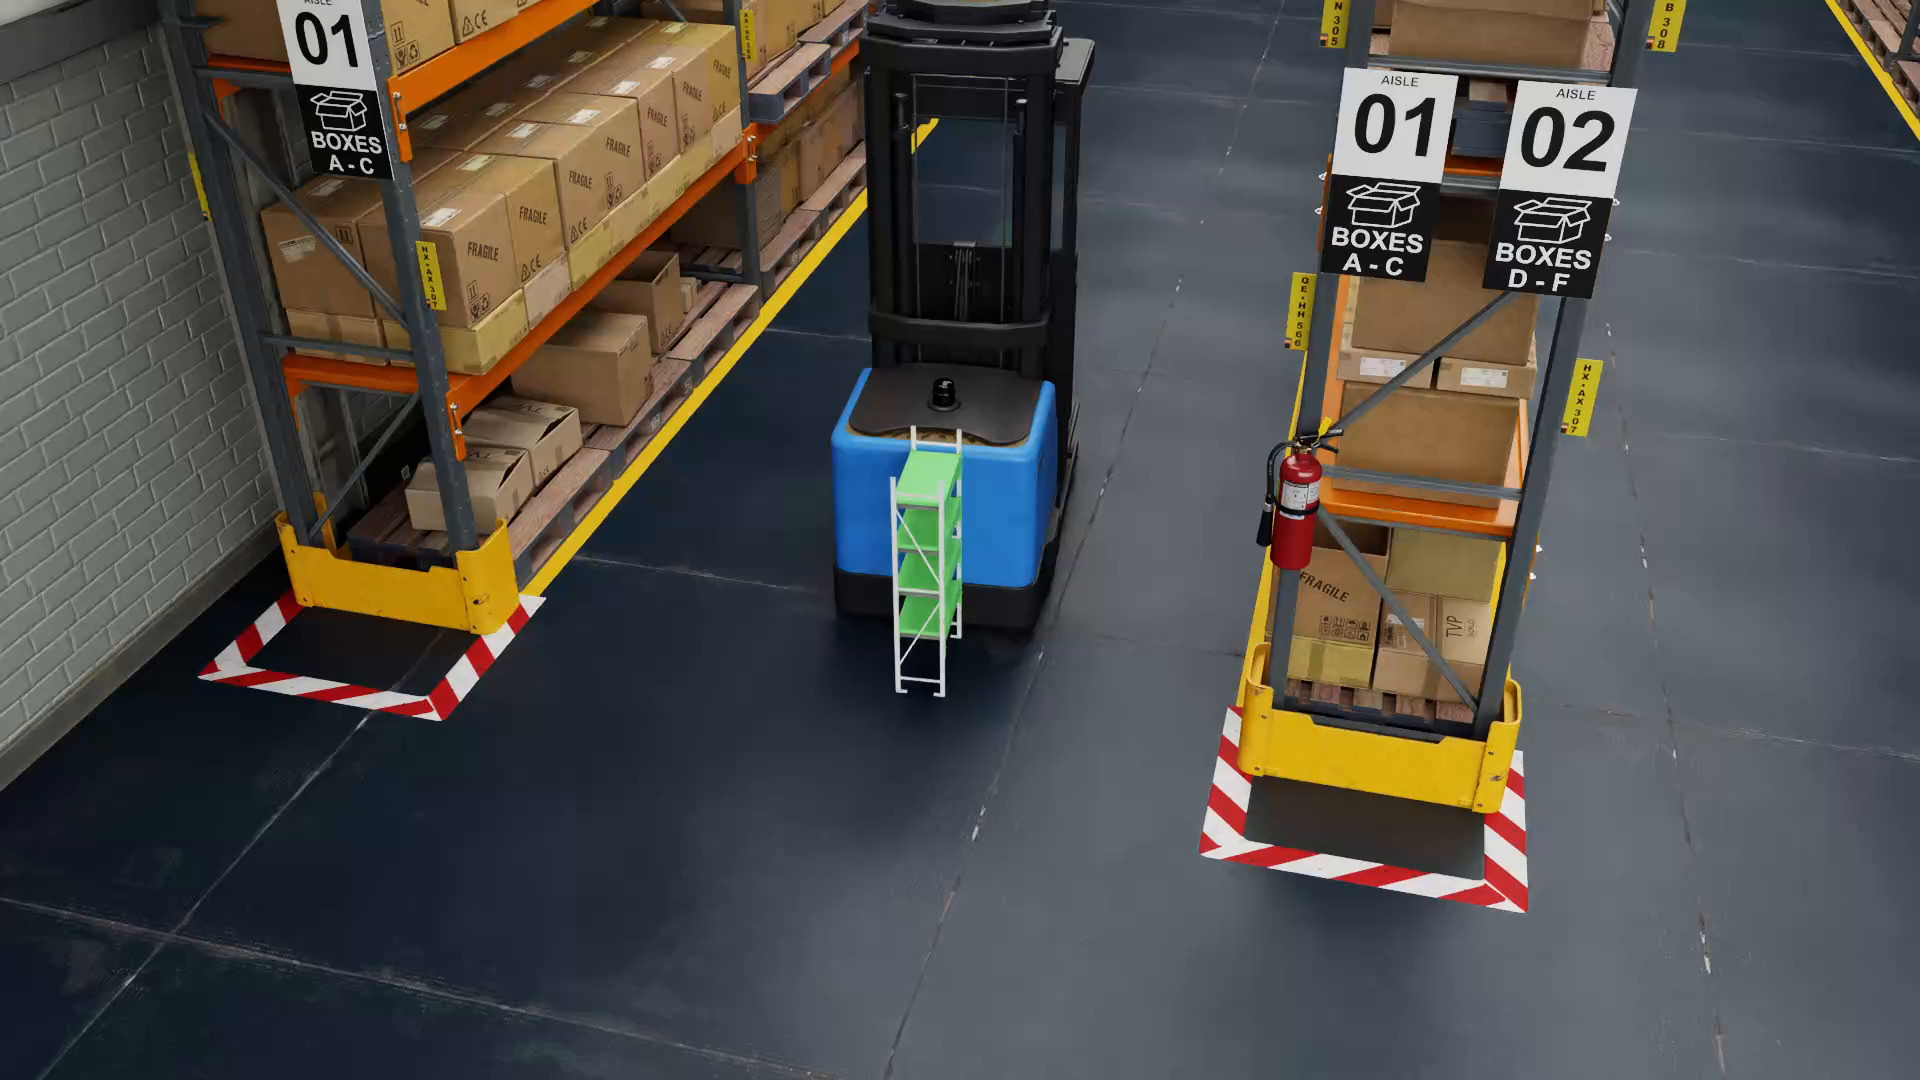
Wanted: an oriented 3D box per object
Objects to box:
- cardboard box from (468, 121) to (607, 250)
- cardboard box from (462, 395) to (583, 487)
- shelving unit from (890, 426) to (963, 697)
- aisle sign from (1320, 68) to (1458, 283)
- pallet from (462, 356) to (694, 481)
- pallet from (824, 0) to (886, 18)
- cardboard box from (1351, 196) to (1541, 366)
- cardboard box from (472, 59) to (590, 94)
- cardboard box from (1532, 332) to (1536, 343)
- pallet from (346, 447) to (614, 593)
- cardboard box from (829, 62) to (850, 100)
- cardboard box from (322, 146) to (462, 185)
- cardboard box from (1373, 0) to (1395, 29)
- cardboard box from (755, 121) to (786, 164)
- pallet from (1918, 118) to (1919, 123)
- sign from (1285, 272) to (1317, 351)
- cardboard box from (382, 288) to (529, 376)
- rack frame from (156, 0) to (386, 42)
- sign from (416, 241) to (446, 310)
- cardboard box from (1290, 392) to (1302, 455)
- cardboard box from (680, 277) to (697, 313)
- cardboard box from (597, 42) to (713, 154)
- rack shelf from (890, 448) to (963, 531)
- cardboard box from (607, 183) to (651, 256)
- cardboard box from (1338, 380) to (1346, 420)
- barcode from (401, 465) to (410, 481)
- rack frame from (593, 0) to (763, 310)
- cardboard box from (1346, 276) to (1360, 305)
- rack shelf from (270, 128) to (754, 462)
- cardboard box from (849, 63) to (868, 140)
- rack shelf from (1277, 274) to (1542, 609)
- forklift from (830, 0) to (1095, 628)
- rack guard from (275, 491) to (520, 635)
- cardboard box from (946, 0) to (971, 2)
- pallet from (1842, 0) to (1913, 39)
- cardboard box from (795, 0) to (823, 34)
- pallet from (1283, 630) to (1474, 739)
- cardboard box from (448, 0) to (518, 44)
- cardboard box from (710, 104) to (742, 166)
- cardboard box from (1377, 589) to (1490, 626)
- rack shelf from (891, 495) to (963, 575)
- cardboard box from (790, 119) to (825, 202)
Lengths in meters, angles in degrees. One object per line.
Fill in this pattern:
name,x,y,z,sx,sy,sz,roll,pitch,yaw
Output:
cardboard box,-2.237,-1.894,8.855,0.500,0.500,0.500,7,33,11
cardboard box,-2.514,-0.597,9.489,0.500,0.311,0.500,11,34,16
shelving unit,-0.152,0.109,7.960,0.258,1.200,0.503,5,33,8
aisle sign,1.570,-1.334,6.129,0.394,0.787,0.004,8,33,12
pallet,-2.350,-0.814,10.333,1.003,0.211,1.213,8,33,12
pallet,-0.969,-4.589,13.852,1.213,0.211,1.003,8,33,12
cardboard box,2.015,-1.088,6.863,0.700,0.500,0.500,8,33,13
cardboard box,-2.495,-2.499,9.807,0.500,0.500,0.500,9,34,14
cardboard box,2.243,-0.858,7.106,0.380,0.149,0.250,7,33,11
pallet,-2.662,-0.183,9.340,1.003,0.211,1.213,8,33,12
cardboard box,-1.229,-3.834,13.706,0.500,0.250,0.500,9,33,13
cardboard box,-2.870,-1.698,8.547,0.500,0.500,0.500,8,33,13
cardboard box,1.908,-2.303,6.898,0.500,0.250,0.500,8,33,12
cardboard box,-1.627,-3.039,12.456,0.500,0.250,0.500,7,33,11
pallet,9.163,-3.575,14.676,1.003,0.211,1.213,8,33,12
sign,1.350,-0.900,6.570,0.100,0.325,0.005,8,33,12
cardboard box,-2.491,-1.058,8.240,0.500,0.250,0.500,7,33,11
rack frame,-2.922,-3.435,6.265,1.000,3.000,0.127,8,33,12
sign,-2.397,-1.195,7.526,0.100,0.325,0.005,8,33,12
cardboard box,1.959,-0.404,8.561,0.500,0.500,0.500,8,33,12
cardboard box,-2.013,-1.687,11.339,0.380,0.166,0.250,4,33,6
cardboard box,-1.848,-2.693,10.113,0.500,0.500,0.500,8,33,12
rack shelf,-0.152,-0.242,7.736,0.258,0.148,0.480,5,33,8
cardboard box,-2.107,-1.855,9.493,0.500,0.250,0.500,8,33,13
cardboard box,2.130,-0.786,7.598,0.700,0.500,0.500,9,34,14
barcode,-3.041,-0.369,9.121,0.001,0.075,0.075,8,33,12
rack frame,-1.906,-2.979,11.140,1.000,3.000,0.127,8,33,12
cardboard box,1.913,-1.039,7.391,0.380,0.149,0.250,8,33,12
rack shelf,-2.414,-1.637,9.700,1.077,0.370,4.000,8,33,12
cardboard box,-1.024,-3.805,14.359,0.700,0.500,0.500,8,33,13
rack shelf,2.378,-0.965,8.642,1.077,0.370,4.000,8,33,12
forklift,0.102,-1.568,8.985,1.130,2.935,3.031,5,33,8
rack guard,-2.902,0.112,8.607,1.175,0.500,0.348,8,33,12
cardboard box,-0.349,-5.142,16.155,0.750,0.750,0.750,8,33,12
pallet,10.163,-5.627,17.904,1.003,0.211,1.213,8,33,12
cardboard box,-1.459,-4.101,12.402,0.700,0.500,0.500,13,35,19
pallet,2.024,0.544,8.198,1.003,0.211,1.213,8,33,12
cardboard box,-2.424,-2.633,7.688,0.500,0.500,0.500,10,34,16
cardboard box,-1.734,-2.637,10.723,0.500,0.250,0.500,8,33,12
cardboard box,2.345,0.245,8.241,0.500,0.250,0.500,8,33,12
rack shelf,-0.152,-0.039,7.865,0.258,0.148,0.480,5,33,8
cardboard box,-1.485,-3.028,13.137,0.700,0.500,0.500,8,33,13
